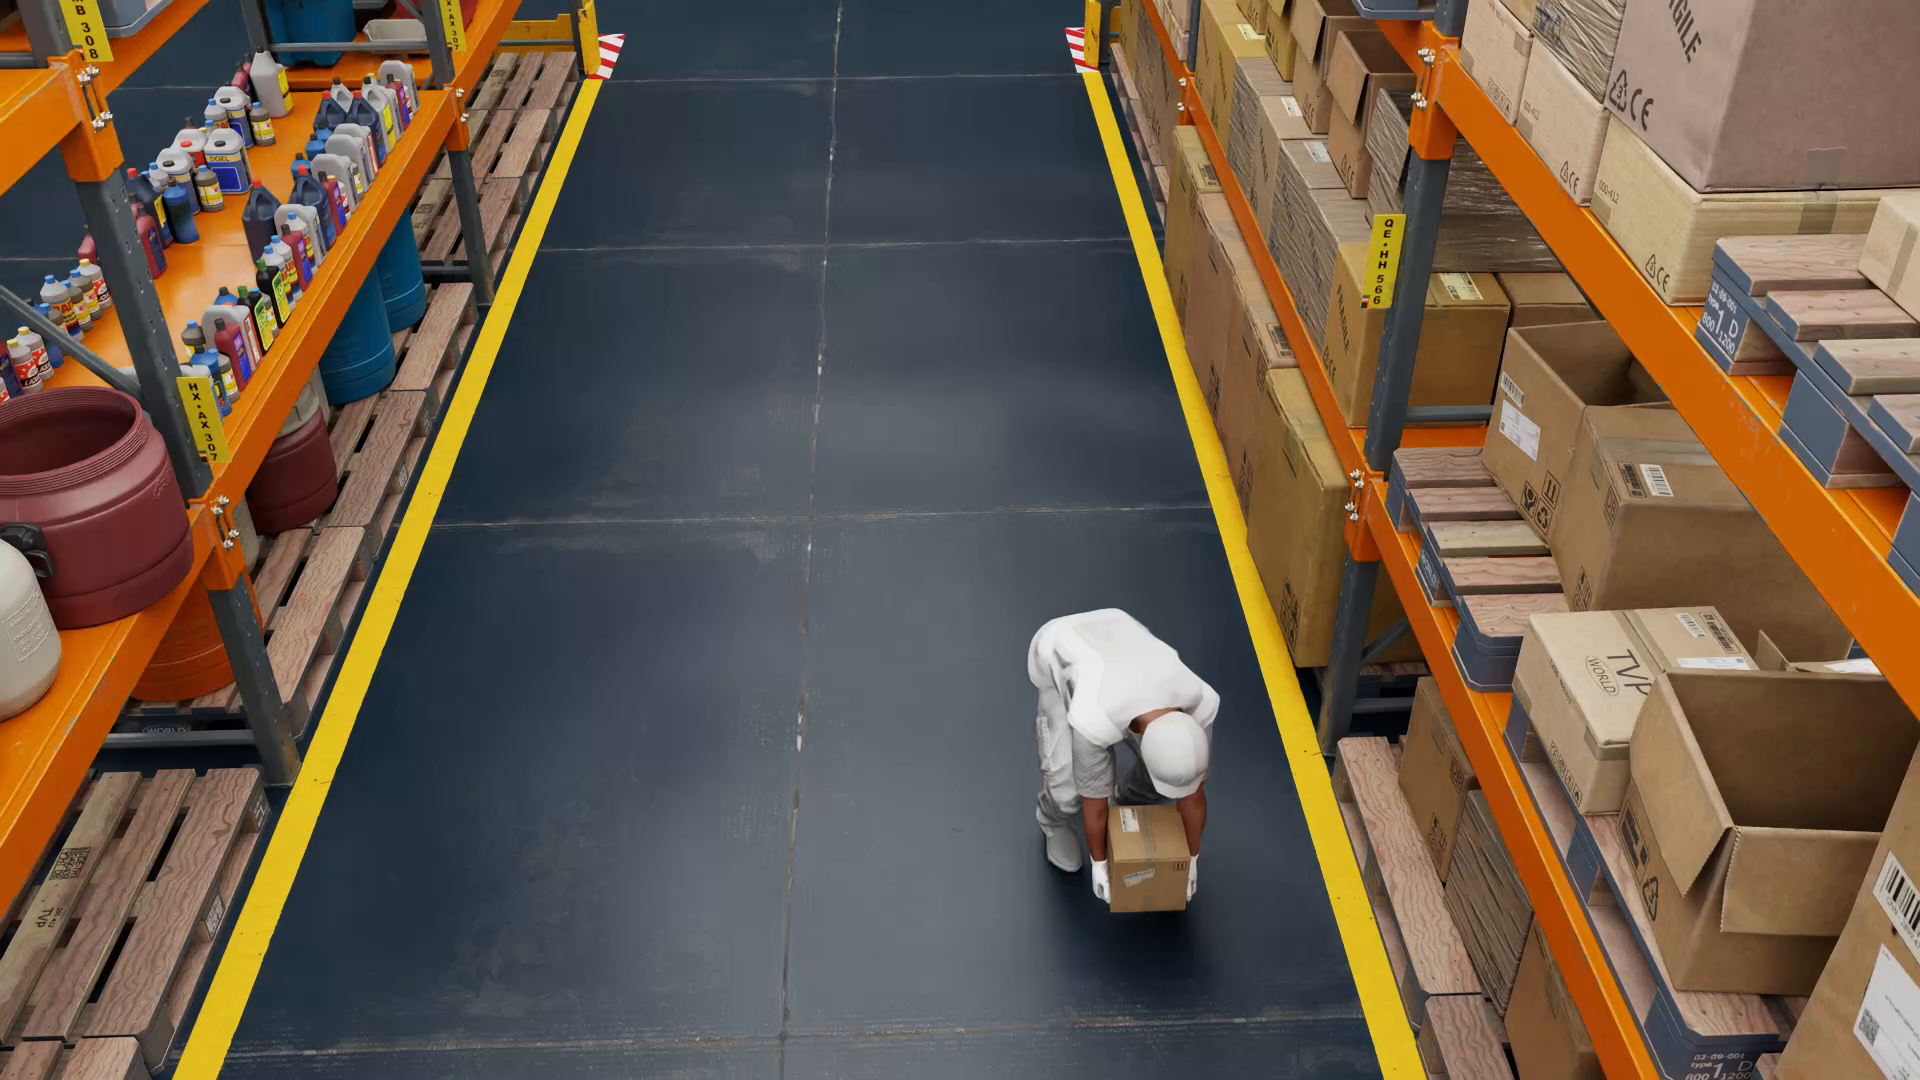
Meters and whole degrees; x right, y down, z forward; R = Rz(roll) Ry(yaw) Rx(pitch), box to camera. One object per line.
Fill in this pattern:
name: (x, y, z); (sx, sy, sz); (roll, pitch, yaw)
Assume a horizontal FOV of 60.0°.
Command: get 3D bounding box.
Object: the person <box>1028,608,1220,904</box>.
person: (0.560, 0.771, 5.691); (0.544, 1.019, 0.977); (-10, 36, -14)
